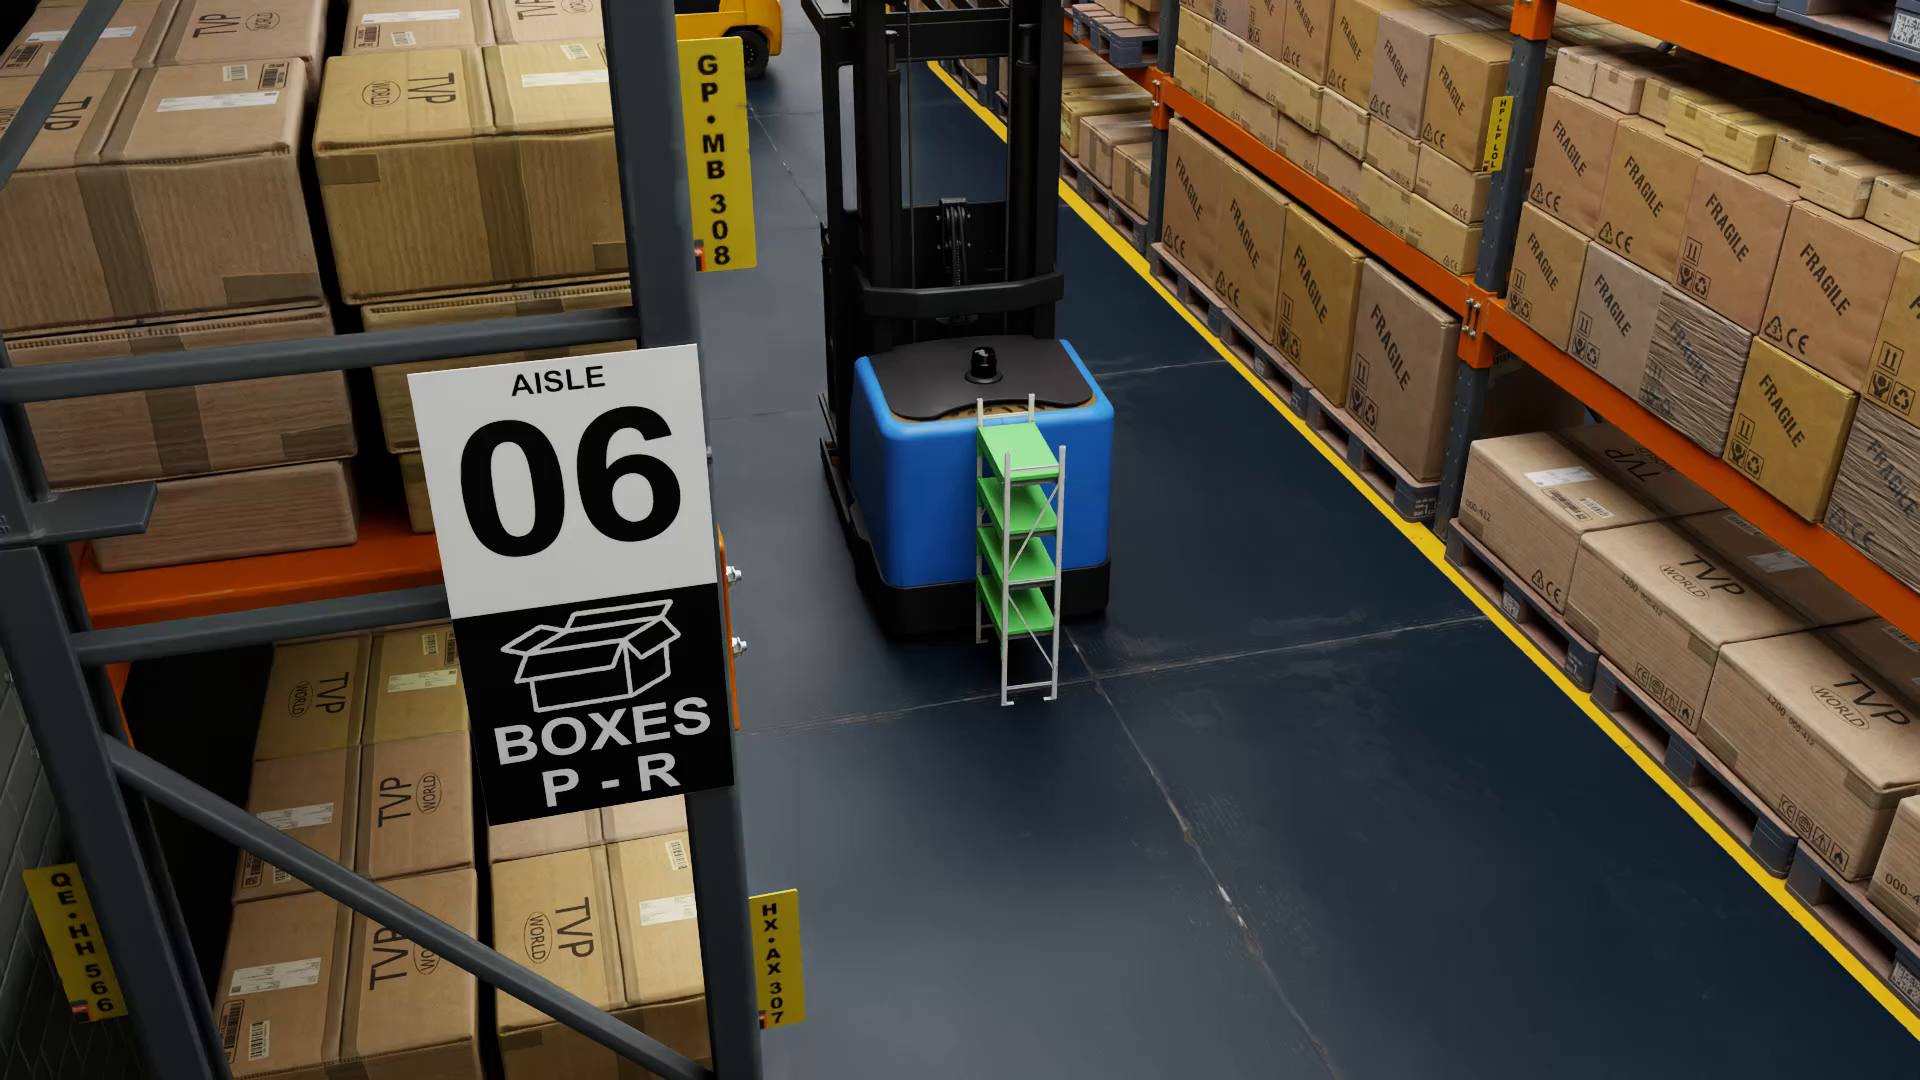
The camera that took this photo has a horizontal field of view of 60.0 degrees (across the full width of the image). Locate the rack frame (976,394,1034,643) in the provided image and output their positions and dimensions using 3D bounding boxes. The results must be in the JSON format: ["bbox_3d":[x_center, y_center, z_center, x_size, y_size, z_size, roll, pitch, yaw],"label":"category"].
[{"bbox_3d":[0.190,-0.072,7.176,0.240,1.200,0.015,-6,31,-10],"label":"rack frame"}]

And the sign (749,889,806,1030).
[{"bbox_3d":[-0.341,0.774,3.054,0.100,0.325,0.005,-8,31,-13],"label":"sign"}]

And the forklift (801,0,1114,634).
[{"bbox_3d":[-0.130,-1.574,8.043,1.130,2.935,3.031,-6,31,-10],"label":"forklift"}]

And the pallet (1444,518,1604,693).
[{"bbox_3d":[2.986,0.212,7.673,1.003,0.211,1.213,-8,31,-13],"label":"pallet"}]

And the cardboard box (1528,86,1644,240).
[{"bbox_3d":[2.752,-1.586,6.899,0.500,0.500,0.500,-8,31,-13],"label":"cardboard box"}]

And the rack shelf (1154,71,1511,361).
[{"bbox_3d":[2.328,-2.027,9.476,1.077,0.370,4.000,-8,31,-13],"label":"rack shelf"}]

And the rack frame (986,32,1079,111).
[{"bbox_3d":[0.736,-5.236,14.303,1.000,3.000,0.127,-8,31,-13],"label":"rack frame"}]

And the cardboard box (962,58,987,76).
[{"bbox_3d":[0.320,-4.478,15.318,0.500,0.250,0.500,-6,31,-11],"label":"cardboard box"}]

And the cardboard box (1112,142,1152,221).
[{"bbox_3d":[1.657,-2.623,11.992,0.950,0.372,0.625,-10,32,-17],"label":"cardboard box"}]

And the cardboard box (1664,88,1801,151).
[{"bbox_3d":[2.892,-1.575,6.231,0.380,0.149,0.250,-8,31,-14],"label":"cardboard box"}]

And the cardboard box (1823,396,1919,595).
[{"bbox_3d":[3.273,-0.173,5.455,0.500,0.500,0.500,-7,31,-12],"label":"cardboard box"}]

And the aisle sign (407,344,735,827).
[{"bbox_3d":[-0.563,0.090,2.505,0.394,0.787,0.004,-8,31,-13],"label":"aisle sign"}]

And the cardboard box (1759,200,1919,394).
[{"bbox_3d":[3.137,-0.849,5.624,0.500,0.500,0.500,-8,31,-14],"label":"cardboard box"}]

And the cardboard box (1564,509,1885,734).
[{"bbox_3d":[3.161,0.304,6.868,0.875,0.438,0.875,-9,31,-15],"label":"cardboard box"}]

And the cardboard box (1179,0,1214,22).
[{"bbox_3d":[1.693,-3.510,10.222,0.500,0.500,0.500,-9,31,-15],"label":"cardboard box"}]

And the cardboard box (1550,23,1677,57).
[{"bbox_3d":[3.020,-2.099,7.785,0.500,0.500,0.500,-7,31,-13],"label":"cardboard box"}]

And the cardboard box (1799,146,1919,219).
[{"bbox_3d":[3.079,-1.204,5.591,0.380,0.149,0.250,-8,31,-13],"label":"cardboard box"}]

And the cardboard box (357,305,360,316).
[{"bbox_3d":[-1.392,-0.565,3.091,0.500,0.250,0.500,-8,31,-13],"label":"cardboard box"}]

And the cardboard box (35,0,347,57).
[{"bbox_3d":[-1.535,-1.034,3.401,0.500,0.250,0.500,-8,31,-13],"label":"cardboard box"}]

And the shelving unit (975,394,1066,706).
[{"bbox_3d":[0.241,0.048,6.970,0.258,1.200,0.503,-6,31,-10],"label":"shelving unit"}]

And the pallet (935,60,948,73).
[{"bbox_3d":[0.196,-4.940,16.573,1.003,0.211,1.213,-8,31,-13],"label":"pallet"}]

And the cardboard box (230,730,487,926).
[{"bbox_3d":[-1.377,0.721,3.863,0.500,0.250,0.500,-8,31,-13],"label":"cardboard box"}]

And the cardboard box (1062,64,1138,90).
[{"bbox_3d":[1.072,-3.681,13.820,0.950,0.372,0.625,-6,31,-10],"label":"cardboard box"}]

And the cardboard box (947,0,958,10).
[{"bbox_3d":[0.183,-5.048,15.554,0.500,0.500,0.500,-7,31,-12],"label":"cardboard box"}]

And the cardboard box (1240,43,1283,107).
[{"bbox_3d":[1.950,-2.686,9.547,0.500,0.250,0.500,-8,31,-13],"label":"cardboard box"}]

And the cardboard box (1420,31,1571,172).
[{"bbox_3d":[2.499,-2.031,7.667,0.500,0.500,0.500,-7,31,-12],"label":"cardboard box"}]

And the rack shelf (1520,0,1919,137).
[{"bbox_3d":[3.390,-1.394,5.387,1.077,0.370,4.000,-8,31,-13],"label":"rack shelf"}]

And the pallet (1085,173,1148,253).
[{"bbox_3d":[1.591,-2.475,12.316,1.003,0.211,1.213,-8,31,-13],"label":"pallet"}]

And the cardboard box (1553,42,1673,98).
[{"bbox_3d":[2.693,-1.942,6.866,0.380,0.149,0.250,-8,31,-14],"label":"cardboard box"}]

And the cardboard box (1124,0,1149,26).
[{"bbox_3d":[1.343,-3.624,11.349,0.380,0.149,0.250,-7,31,-13],"label":"cardboard box"}]

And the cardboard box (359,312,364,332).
[{"bbox_3d":[-1.369,-0.471,3.326,0.380,0.149,0.250,-9,31,-15],"label":"cardboard box"}]

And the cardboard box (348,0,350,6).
[{"bbox_3d":[-1.003,-1.094,3.505,0.500,0.250,0.500,-8,31,-14],"label":"cardboard box"}]

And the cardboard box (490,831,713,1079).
[{"bbox_3d":[-0.724,0.902,3.550,0.500,0.250,0.500,-8,31,-13],"label":"cardboard box"}]

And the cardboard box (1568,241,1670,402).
[{"bbox_3d":[2.861,-0.911,6.730,0.500,0.500,0.500,-8,31,-13],"label":"cardboard box"}]

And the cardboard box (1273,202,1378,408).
[{"bbox_3d":[2.370,-1.359,9.305,0.875,0.875,0.875,-7,31,-12],"label":"cardboard box"}]

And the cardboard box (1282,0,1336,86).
[{"bbox_3d":[2.087,-2.775,8.953,0.500,0.500,0.500,-7,31,-12],"label":"cardboard box"}]

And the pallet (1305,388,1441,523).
[{"bbox_3d":[2.582,-0.528,8.952,1.003,0.211,1.213,-8,31,-13],"label":"pallet"}]

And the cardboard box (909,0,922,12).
[{"bbox_3d":[-0.250,-5.486,17.060,0.500,0.250,0.500,-7,31,-11],"label":"cardboard box"}]

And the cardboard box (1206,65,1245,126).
[{"bbox_3d":[1.838,-2.724,10.112,0.500,0.250,0.500,-9,31,-15],"label":"cardboard box"}]

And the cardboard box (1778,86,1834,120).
[{"bbox_3d":[3.354,-1.640,6.343,0.380,0.149,0.250,-8,31,-14],"label":"cardboard box"}]

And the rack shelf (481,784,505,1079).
[{"bbox_3d":[-1.395,0.566,4.995,1.077,0.370,4.000,-8,31,-13],"label":"rack shelf"}]

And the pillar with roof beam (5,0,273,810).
[{"bbox_3d":[1.541,-3.424,5.182,9.100,9.000,0.400,-8,31,-13],"label":"pillar with roof beam"}]

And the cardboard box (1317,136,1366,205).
[{"bbox_3d":[2.247,-1.983,8.832,0.500,0.250,0.500,-9,31,-15],"label":"cardboard box"}]

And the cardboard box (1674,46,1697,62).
[{"bbox_3d":[3.248,-2.023,7.005,0.380,0.149,0.250,-8,31,-14],"label":"cardboard box"}]

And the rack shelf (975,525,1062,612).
[{"bbox_3d":[0.241,0.103,7.002,0.258,0.148,0.480,-6,31,-10],"label":"rack shelf"}]

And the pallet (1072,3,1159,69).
[{"bbox_3d":[1.506,-3.552,11.583,1.213,0.211,1.003,-8,31,-13],"label":"pallet"}]

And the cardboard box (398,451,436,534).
[{"bbox_3d":[-0.724,-0.153,2.777,0.380,0.149,0.250,-7,31,-12],"label":"cardboard box"}]

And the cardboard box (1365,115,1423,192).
[{"bbox_3d":[2.368,-1.945,8.267,0.500,0.250,0.500,-7,31,-12],"label":"cardboard box"}]
